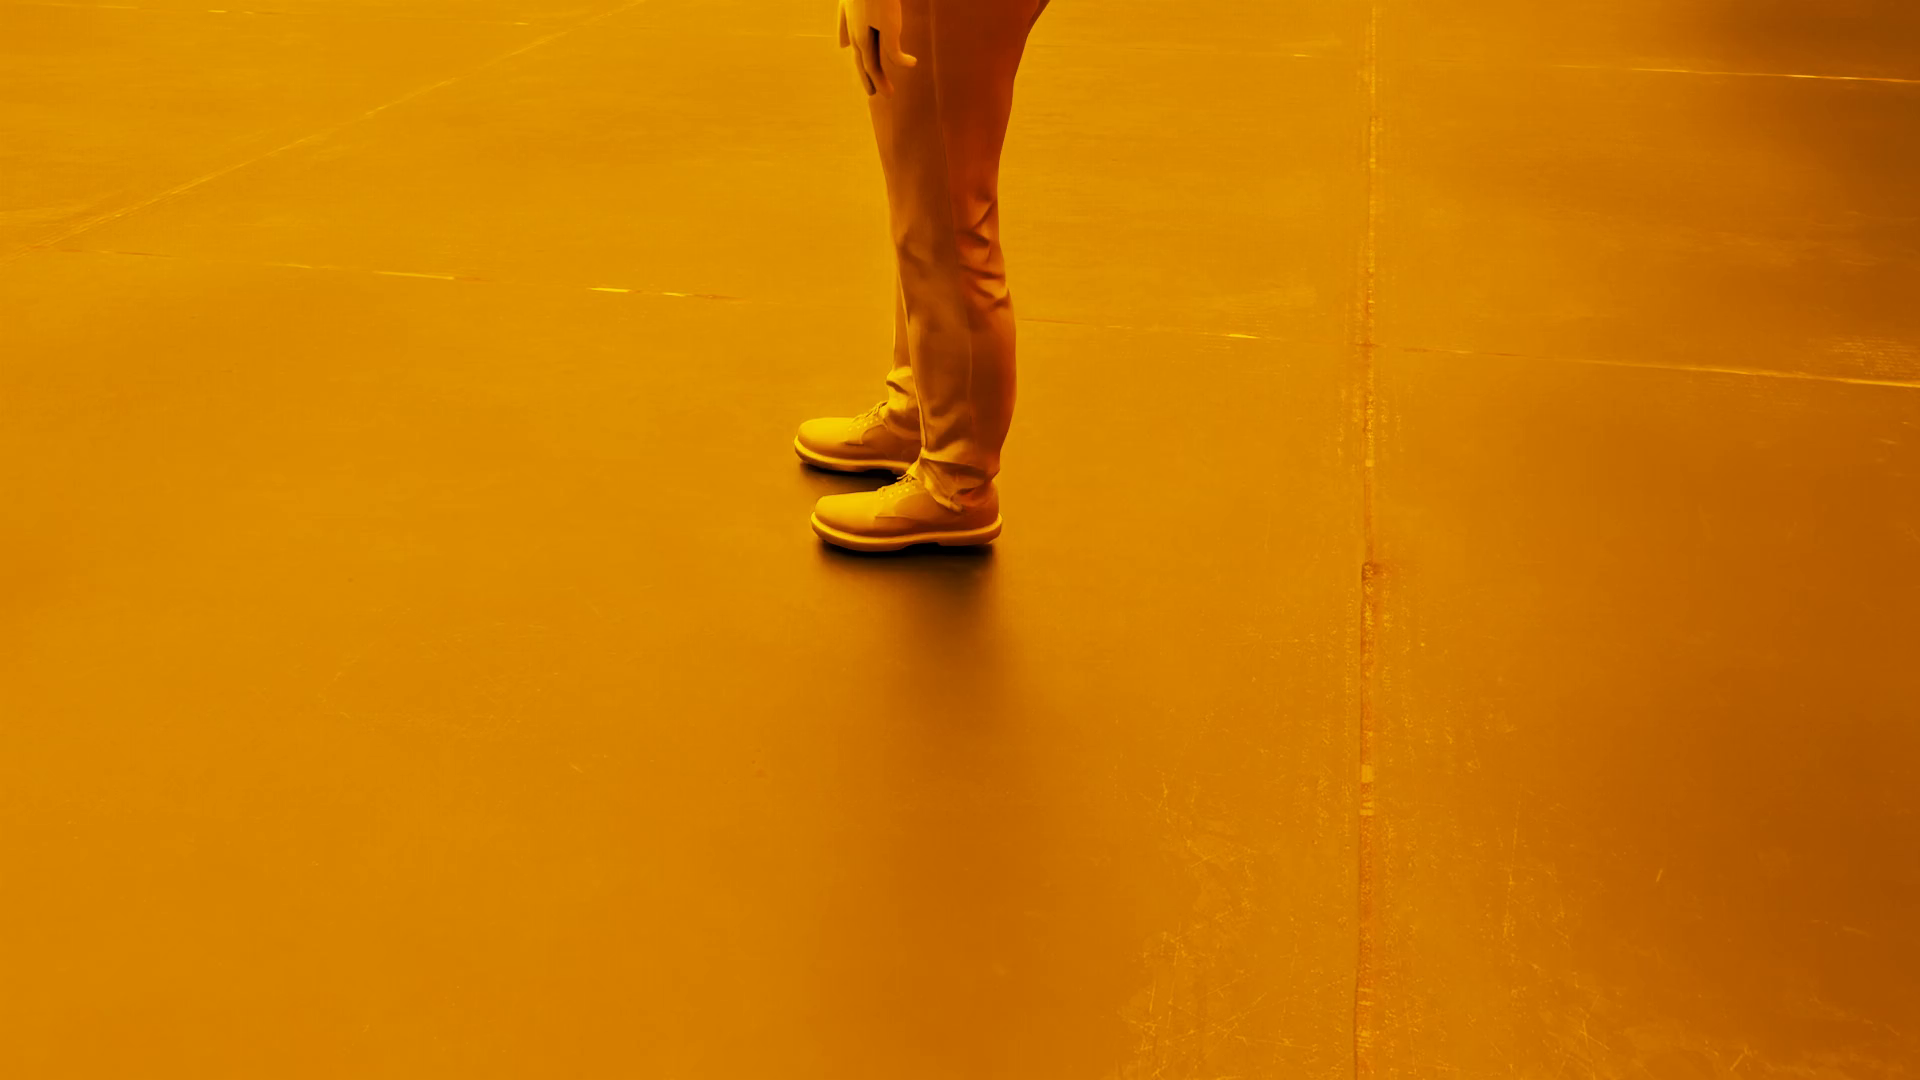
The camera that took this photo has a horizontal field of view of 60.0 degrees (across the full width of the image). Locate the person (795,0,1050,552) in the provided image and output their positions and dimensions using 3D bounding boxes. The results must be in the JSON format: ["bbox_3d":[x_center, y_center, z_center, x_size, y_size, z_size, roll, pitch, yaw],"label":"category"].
[{"bbox_3d":[-0.065,-0.773,2.134,0.531,1.695,0.588,6,27,11],"label":"person"}]
